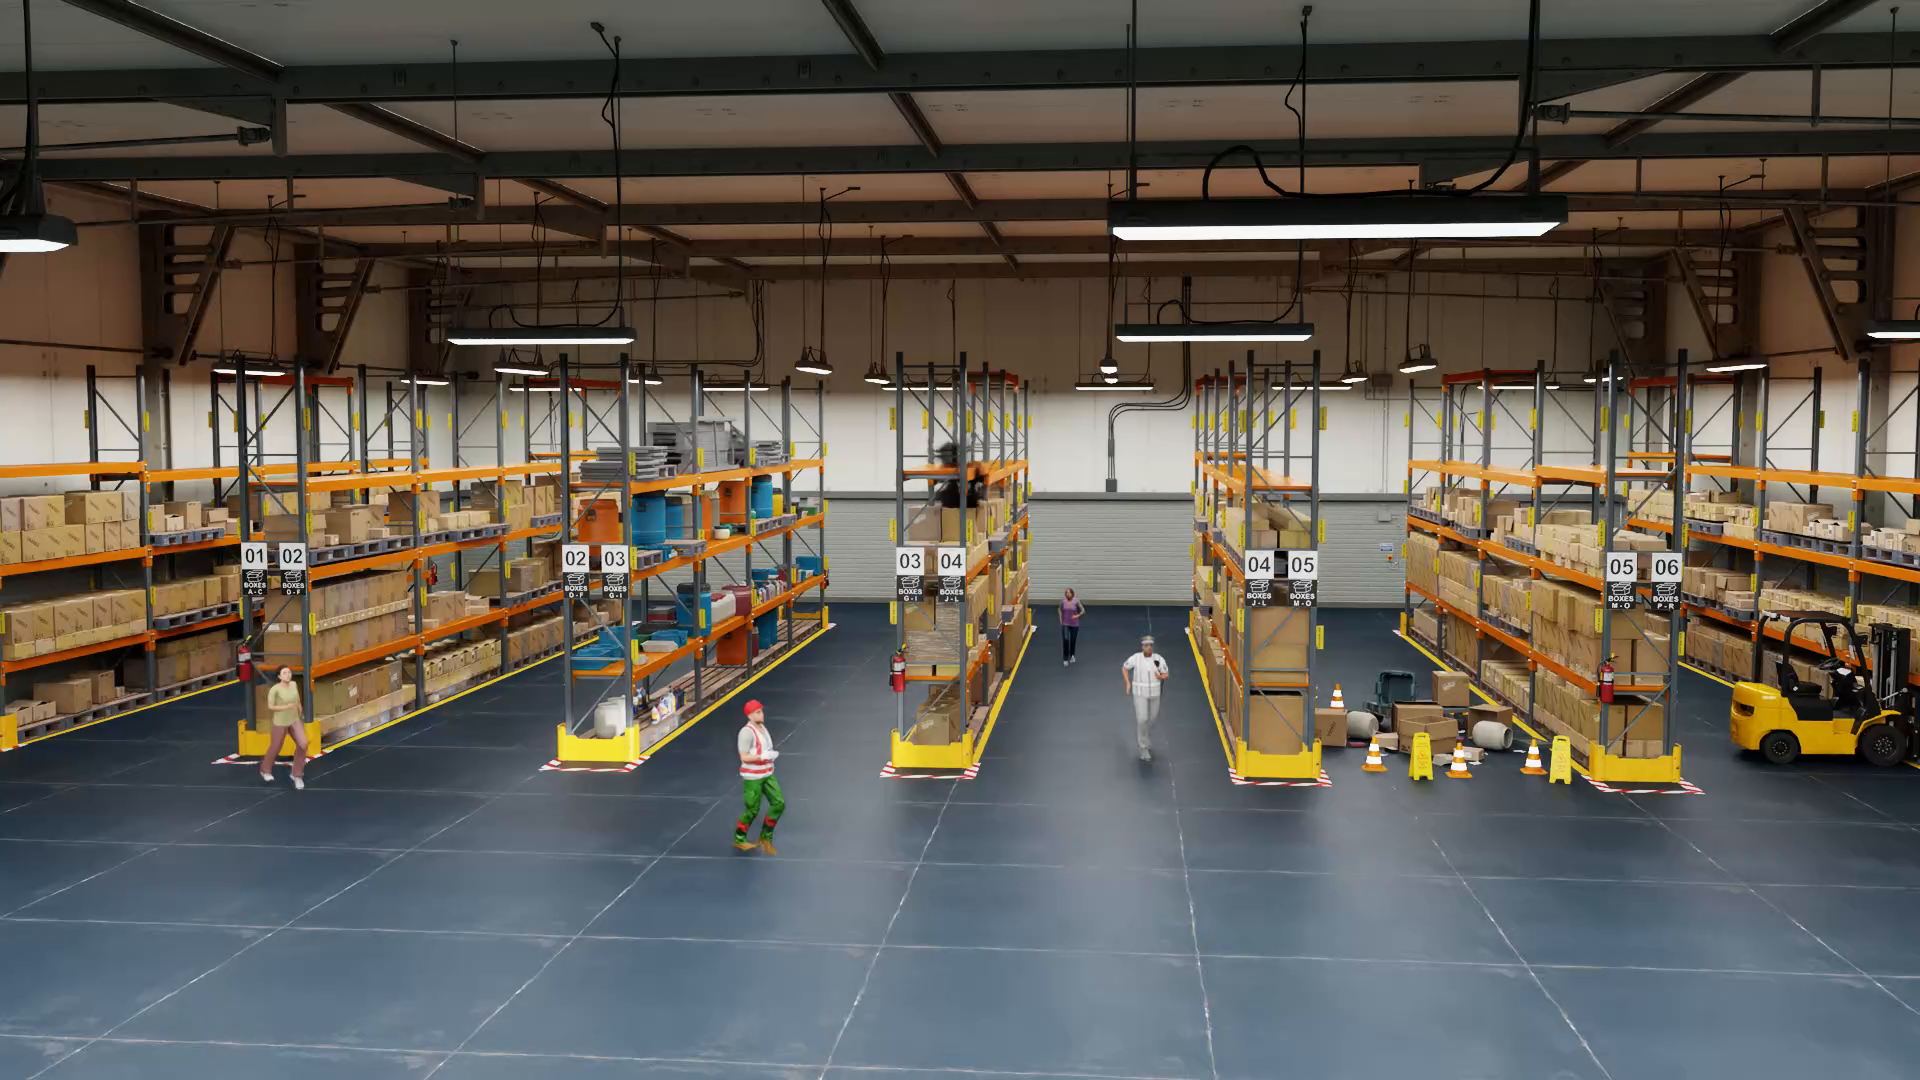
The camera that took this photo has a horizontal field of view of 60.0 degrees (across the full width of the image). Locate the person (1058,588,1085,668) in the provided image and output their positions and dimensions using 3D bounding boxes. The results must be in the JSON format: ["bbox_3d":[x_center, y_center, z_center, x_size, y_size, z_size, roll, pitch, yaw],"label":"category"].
[{"bbox_3d":[2.288,1.789,34.141,0.565,1.648,0.661,1,4,11],"label":"person"}]

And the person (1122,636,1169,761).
[{"bbox_3d":[2.807,2.333,24.950,0.626,1.822,0.888,-1,4,-10],"label":"person"}]

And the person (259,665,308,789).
[{"bbox_3d":[-9.281,2.550,22.832,0.862,1.710,0.580,3,5,38],"label":"person"}]

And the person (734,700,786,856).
[{"bbox_3d":[-2.303,2.752,19.160,0.694,1.823,0.631,2,5,29],"label":"person"}]
